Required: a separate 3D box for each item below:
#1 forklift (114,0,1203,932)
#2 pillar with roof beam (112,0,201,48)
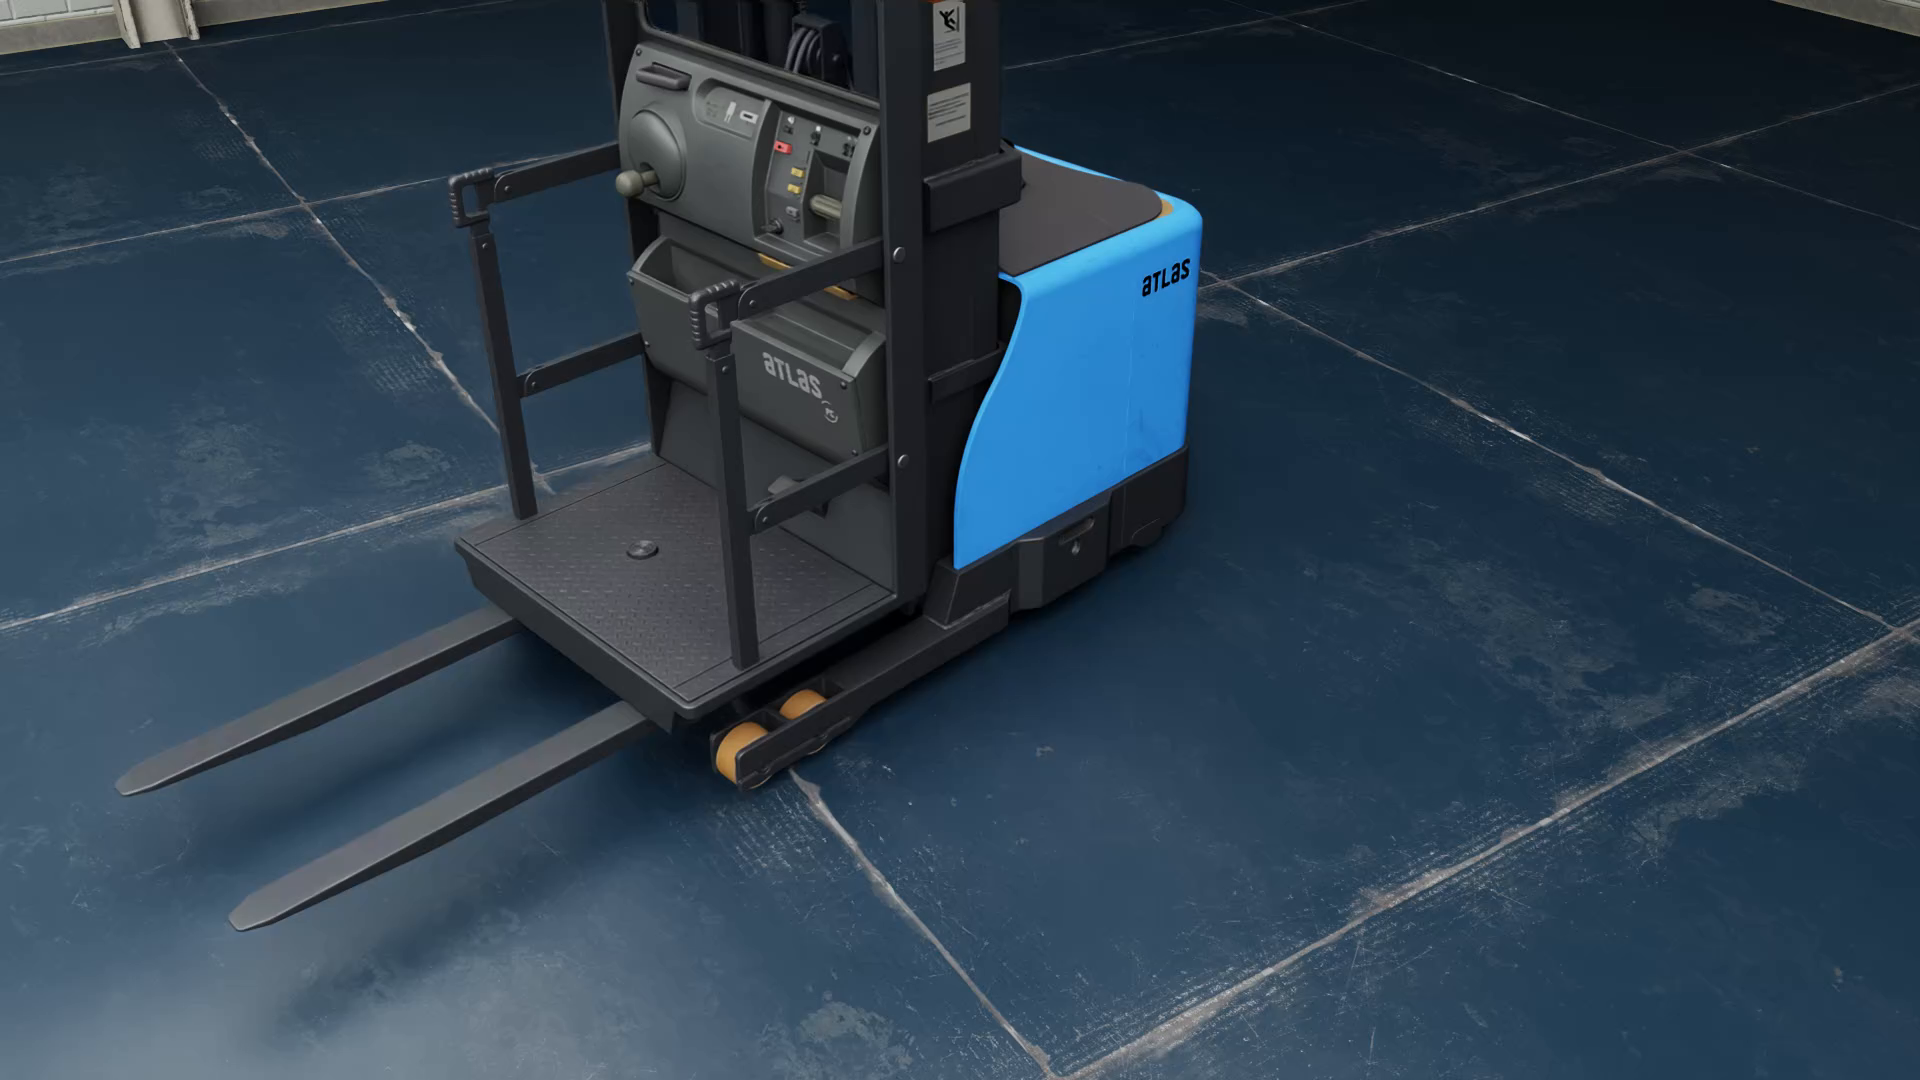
[{"bbox_3d":[-0.687,-0.917,3.957,3.031,2.935,1.130,-28,42,-37],"label":"forklift"},{"bbox_3d":[-2.510,-4.921,4.617,0.400,9.000,9.100,-19,37,-27],"label":"pillar with roof beam"}]
